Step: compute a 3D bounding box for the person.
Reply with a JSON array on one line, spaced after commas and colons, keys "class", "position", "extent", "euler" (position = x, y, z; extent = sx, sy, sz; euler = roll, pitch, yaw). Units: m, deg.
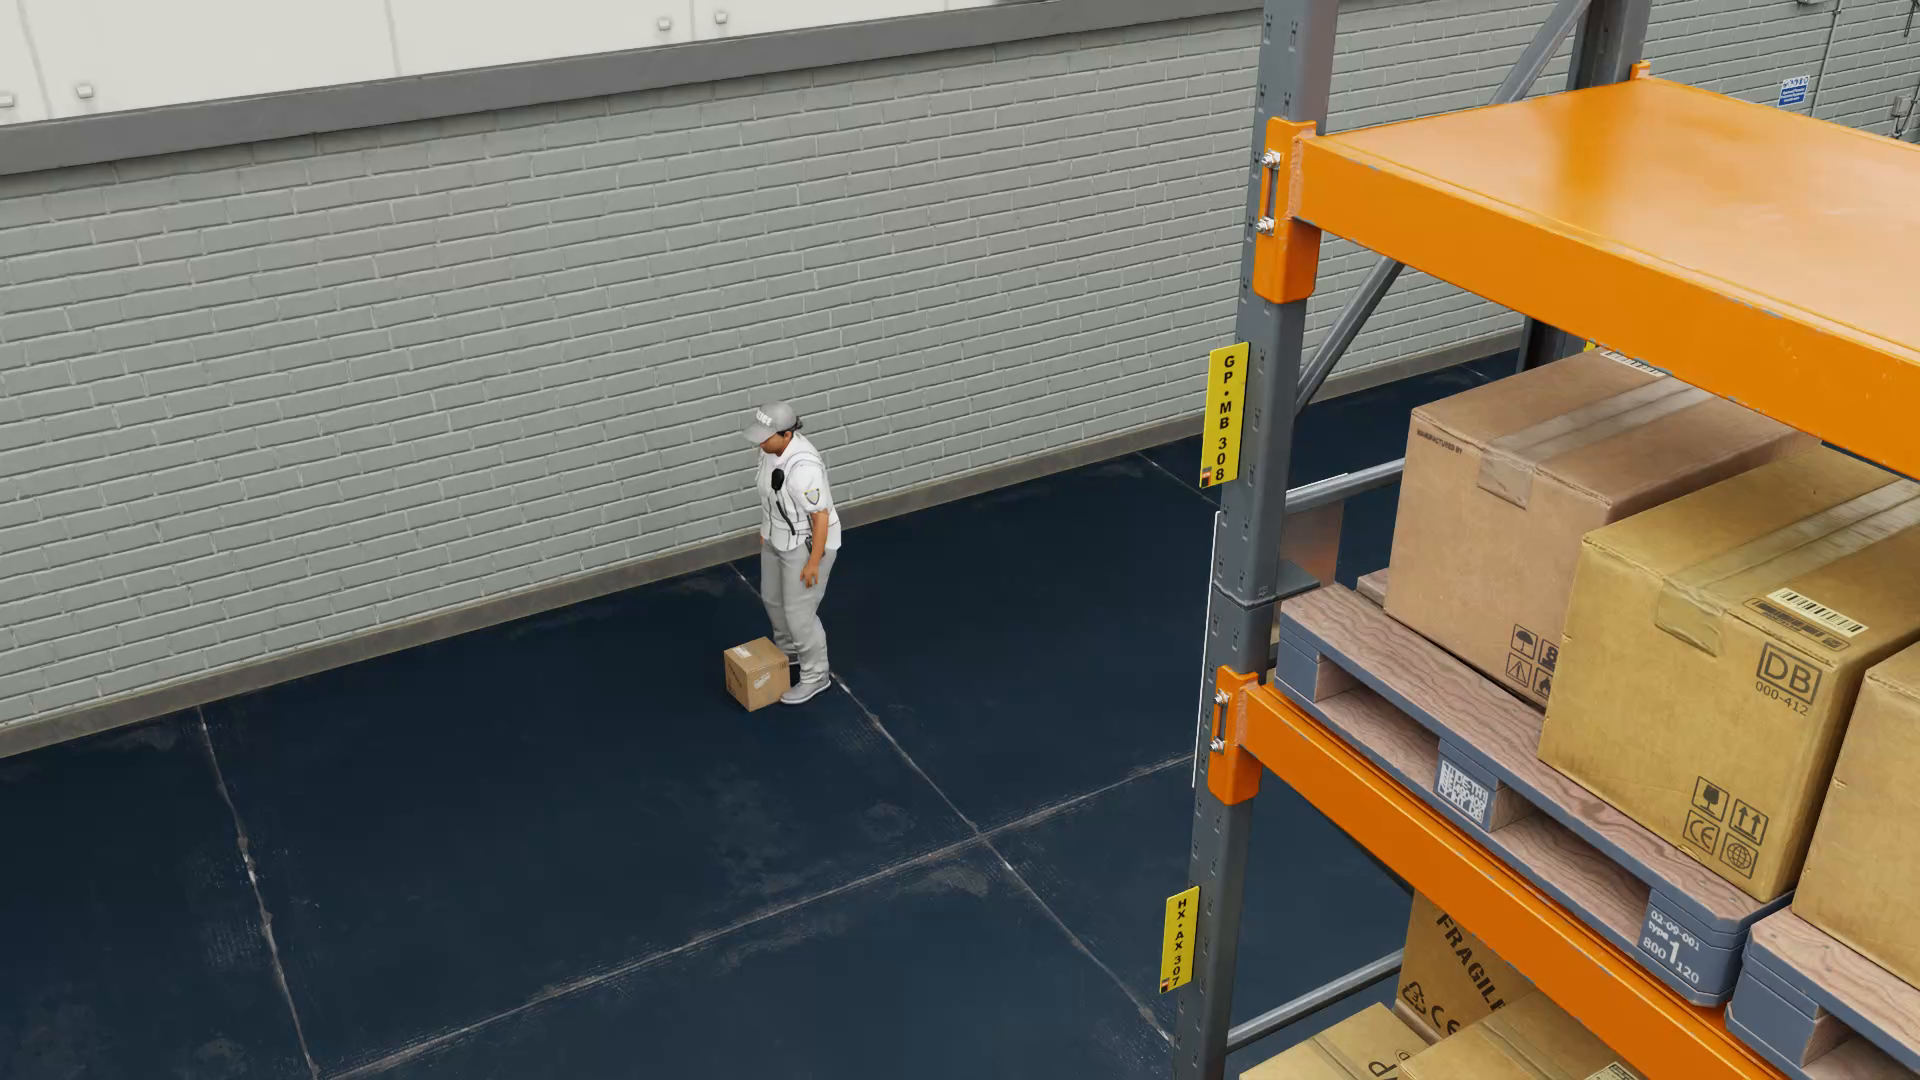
[{"class": "person", "position": [-0.873, 0.029, 8.497], "extent": [0.469, 1.665, 0.559], "euler": [-18, 34, -29]}]
